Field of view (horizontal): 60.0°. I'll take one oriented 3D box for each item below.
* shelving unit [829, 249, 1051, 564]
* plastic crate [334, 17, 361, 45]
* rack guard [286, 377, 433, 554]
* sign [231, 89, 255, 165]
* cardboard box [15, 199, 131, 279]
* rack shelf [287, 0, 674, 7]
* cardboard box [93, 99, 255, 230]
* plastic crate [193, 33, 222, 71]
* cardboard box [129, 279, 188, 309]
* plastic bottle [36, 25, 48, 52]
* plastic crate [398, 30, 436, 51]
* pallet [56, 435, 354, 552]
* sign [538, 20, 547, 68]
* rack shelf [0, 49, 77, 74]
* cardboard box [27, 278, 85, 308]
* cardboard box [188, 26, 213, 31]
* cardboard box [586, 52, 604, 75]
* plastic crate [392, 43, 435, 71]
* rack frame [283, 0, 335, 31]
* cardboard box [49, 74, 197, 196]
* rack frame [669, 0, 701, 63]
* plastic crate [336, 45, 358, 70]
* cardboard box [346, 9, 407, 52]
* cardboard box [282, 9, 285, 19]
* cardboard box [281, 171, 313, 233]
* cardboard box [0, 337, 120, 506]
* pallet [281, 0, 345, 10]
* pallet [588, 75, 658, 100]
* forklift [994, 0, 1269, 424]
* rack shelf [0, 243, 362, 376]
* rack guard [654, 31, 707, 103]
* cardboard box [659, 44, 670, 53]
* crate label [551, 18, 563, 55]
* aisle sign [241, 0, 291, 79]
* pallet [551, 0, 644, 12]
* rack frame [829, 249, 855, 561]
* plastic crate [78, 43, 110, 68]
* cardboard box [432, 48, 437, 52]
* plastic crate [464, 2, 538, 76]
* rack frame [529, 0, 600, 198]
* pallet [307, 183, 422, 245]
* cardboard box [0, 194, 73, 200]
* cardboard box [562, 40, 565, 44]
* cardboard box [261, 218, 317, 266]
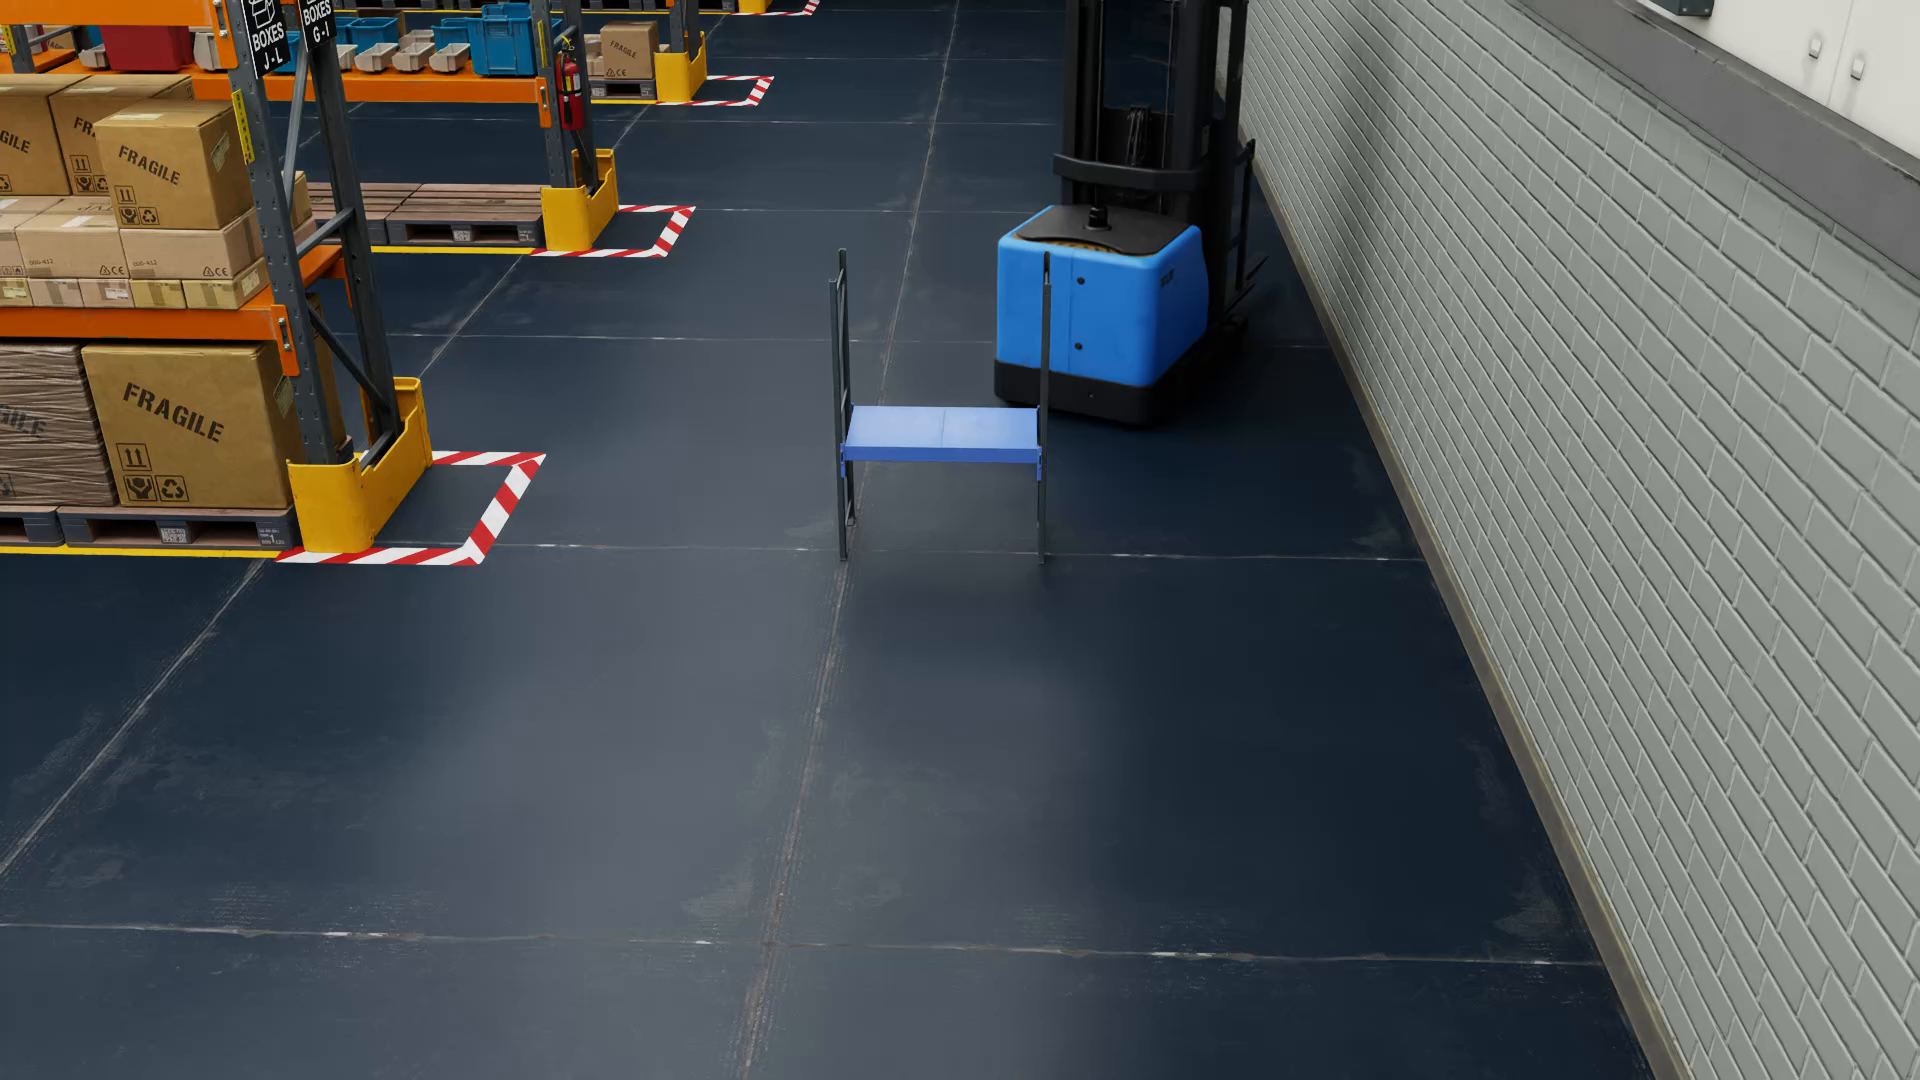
[{"bbox_3d":[-0.085,-0.664,8.401,1.048,1.500,0.538,1,28,2],"label":"shelving unit"},{"bbox_3d":[-4.931,-3.987,13.184,0.300,0.233,0.416,1,28,2],"label":"plastic crate"},{"bbox_3d":[-3.231,-0.427,9.021,0.348,0.500,1.175,1,28,2],"label":"rack guard"},{"bbox_3d":[-3.288,-1.894,7.631,0.005,0.325,0.100,1,28,2],"label":"sign"},{"bbox_3d":[-4.255,-1.489,8.199,0.500,0.250,0.500,0,28,1],"label":"cardboard box"},{"bbox_3d":[-4.900,-5.884,17.415,4.000,0.370,1.077,1,28,2],"label":"rack shelf"},{"bbox_3d":[-3.751,-1.813,8.010,0.500,0.500,0.500,1,28,2],"label":"cardboard box"},{"bbox_3d":[-5.558,-3.779,12.738,0.530,0.282,0.437,1,28,2],"label":"plastic crate"},{"bbox_3d":[-3.882,-1.276,8.223,0.250,0.149,0.380,1,28,2],"label":"cardboard box"},{"bbox_3d":[-7.429,-4.070,13.350,0.133,0.283,0.061,1,28,2],"label":"plastic bottle"},{"bbox_3d":[-4.311,-3.973,13.261,0.298,0.136,0.250,1,28,2],"label":"plastic crate"},{"bbox_3d":[-4.057,-0.276,9.046,1.213,0.211,1.003,1,28,2],"label":"pallet"},{"bbox_3d":[-3.083,-3.664,12.286,0.005,0.325,0.100,1,28,2],"label":"sign"},{"bbox_3d":[-9.076,-3.631,13.166,4.000,0.370,1.077,1,28,2],"label":"rack shelf"},{"bbox_3d":[-4.383,-1.285,8.240,0.250,0.149,0.380,1,28,3],"label":"cardboard box"},{"bbox_3d":[-7.896,-5.211,17.576,0.500,0.500,0.500,1,28,2],"label":"cardboard box"},{"bbox_3d":[-3.855,-5.054,17.636,0.250,0.166,0.380,1,28,2],"label":"cardboard box"},{"bbox_3d":[-4.190,-3.700,12.745,0.243,0.136,0.396,1,28,2],"label":"plastic crate"},{"bbox_3d":[-6.899,-6.235,17.309,0.127,3.000,1.000,1,28,2],"label":"rack frame"},{"bbox_3d":[-4.225,-2.071,8.496,0.500,0.500,0.500,0,28,1],"label":"cardboard box"},{"bbox_3d":[-2.901,-6.169,17.184,0.127,3.000,1.000,1,28,2],"label":"rack frame"},{"bbox_3d":[-4.766,-3.690,12.725,0.250,0.136,0.298,1,28,2],"label":"plastic crate"},{"bbox_3d":[-6.319,-5.448,18.024,0.500,0.500,0.500,1,28,2],"label":"cardboard box"},{"bbox_3d":[-7.374,-5.447,18.021,0.500,0.500,0.500,0,28,-1],"label":"cardboard box"},{"bbox_3d":[-3.725,-1.731,8.656,0.500,0.250,0.500,0,28,0],"label":"cardboard box"},{"bbox_3d":[-4.807,-0.767,8.814,0.875,0.875,0.875,1,28,2],"label":"cardboard box"},{"bbox_3d":[-8.724,-7.318,22.329,1.213,0.211,1.003,1,28,2],"label":"pallet"},{"bbox_3d":[-3.774,-4.950,17.863,1.213,0.211,1.003,1,28,2],"label":"pallet"},{"bbox_3d":[1.310,-2.648,10.616,1.130,2.935,3.031,13,31,23],"label":"forklift"},{"bbox_3d":[-5.253,-1.247,8.668,4.000,0.370,1.077,1,28,2],"label":"rack shelf"},{"bbox_3d":[-2.977,-5.065,17.772,0.348,0.500,1.175,1,28,2],"label":"rack guard"},{"bbox_3d":[-3.308,-5.271,18.065,0.250,0.149,0.380,1,28,2],"label":"cardboard box"},{"bbox_3d":[-3.315,-3.961,13.134,0.303,0.233,0.416,1,28,2],"label":"crate label"},{"bbox_3d":[-3.193,-2.539,7.561,0.004,0.787,0.394,1,28,2],"label":"aisle sign"},{"bbox_3d":[-4.748,-7.253,22.207,1.213,0.211,1.003,1,28,2],"label":"pallet"},{"bbox_3d":[-0.593,-0.672,8.417,0.032,1.500,0.500,1,28,2],"label":"rack frame"},{"bbox_3d":[-6.617,-3.752,12.842,0.243,0.136,0.396,1,28,2],"label":"plastic crate"},{"bbox_3d":[-5.570,-5.352,18.045,0.500,0.311,0.500,1,28,2],"label":"cardboard box"},{"bbox_3d":[-3.421,-3.810,12.633,0.499,0.435,0.616,1,28,2],"label":"plastic crate"},{"bbox_3d":[-3.080,-3.850,12.810,0.127,3.000,1.000,1,28,2],"label":"rack frame"},{"bbox_3d":[-5.119,-2.671,13.564,1.213,0.211,1.003,1,28,2],"label":"pallet"},{"bbox_3d":[-4.747,-1.747,8.685,0.500,0.250,0.500,0,28,0],"label":"cardboard box"},{"bbox_3d":[-4.434,-5.306,18.023,0.500,0.250,0.500,1,28,2],"label":"cardboard box"},{"bbox_3d":[-3.598,-1.581,8.798,0.250,0.149,0.380,1,28,2],"label":"cardboard box"}]
